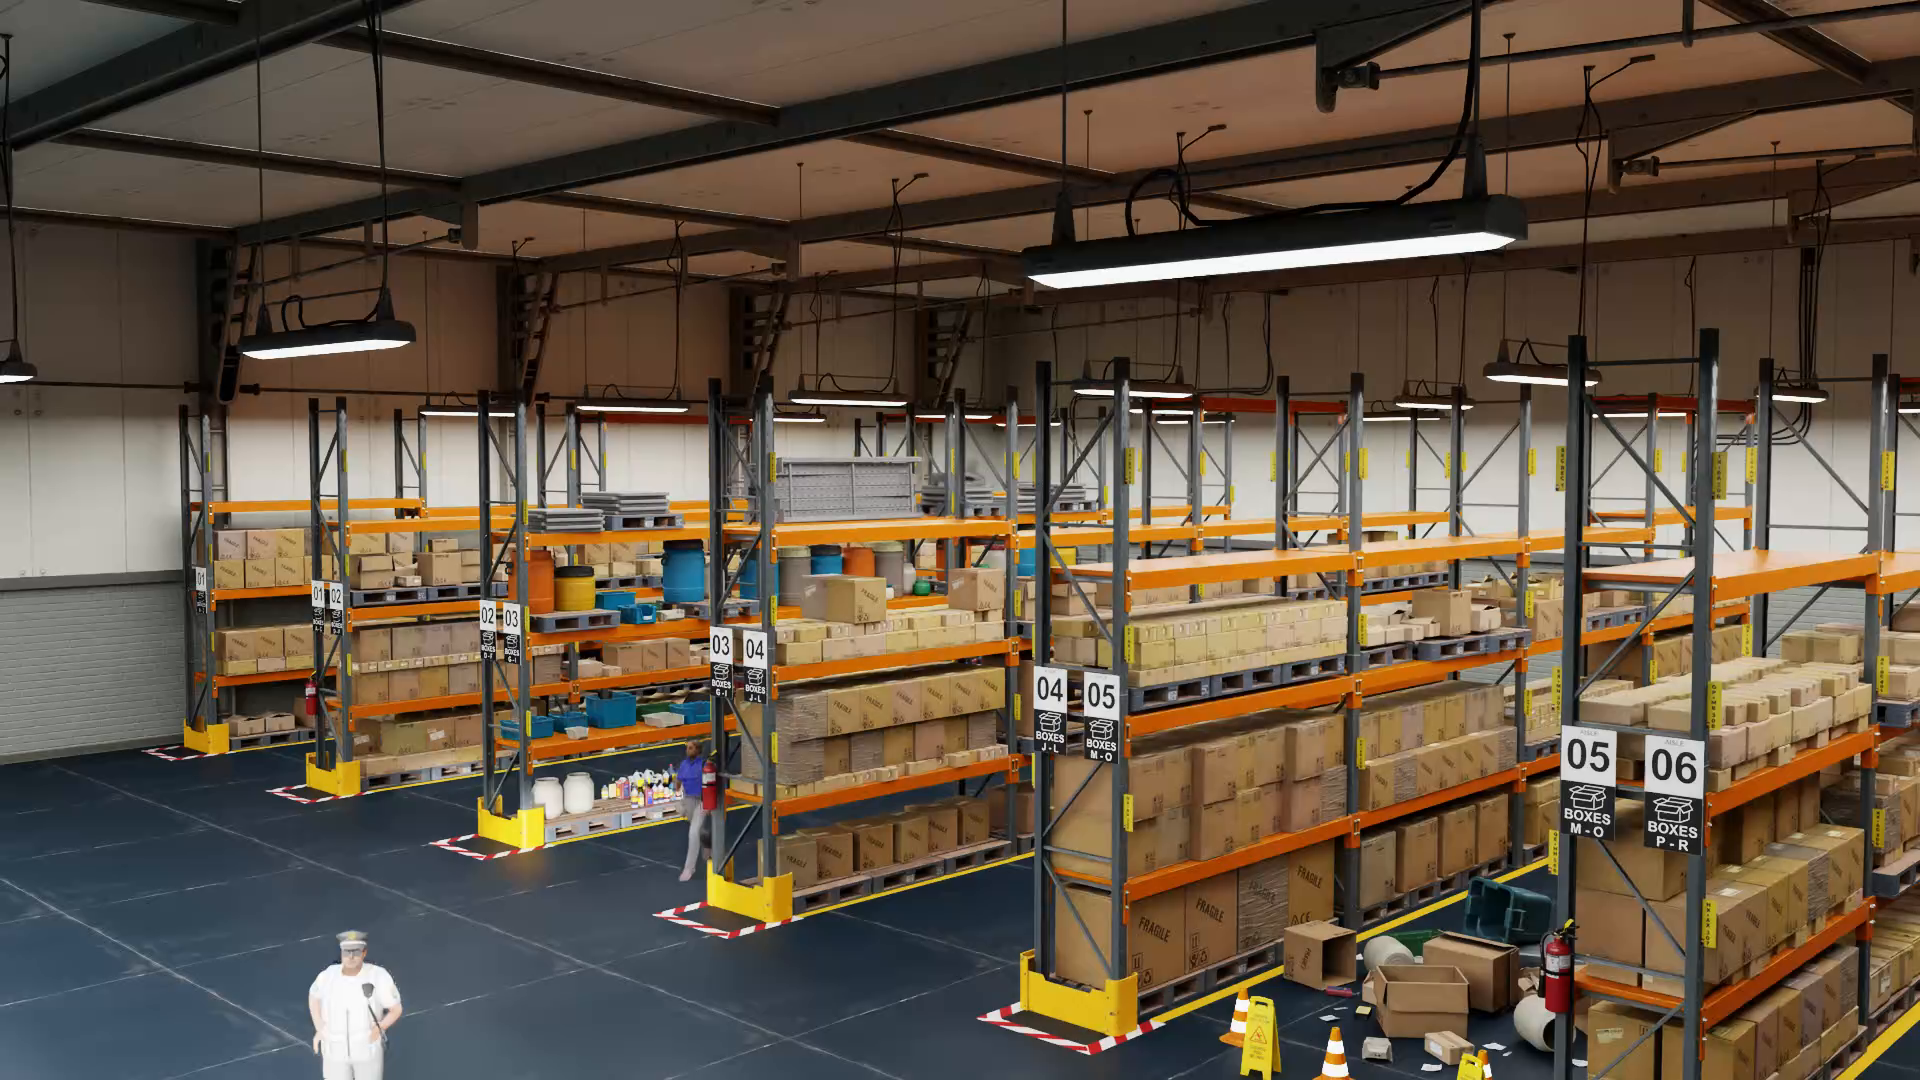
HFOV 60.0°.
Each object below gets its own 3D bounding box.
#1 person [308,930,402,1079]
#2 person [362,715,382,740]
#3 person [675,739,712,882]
[{"bbox_3d":[-4.330,3.657,11.885,0.664,1.791,0.927,-1,3,-12],"label":"person"},{"bbox_3d":[-9.783,2.830,27.788,0.650,1.768,0.722,3,4,40],"label":"person"},{"bbox_3d":[-3.193,3.265,20.429,0.588,1.672,0.935,2,3,28],"label":"person"}]
